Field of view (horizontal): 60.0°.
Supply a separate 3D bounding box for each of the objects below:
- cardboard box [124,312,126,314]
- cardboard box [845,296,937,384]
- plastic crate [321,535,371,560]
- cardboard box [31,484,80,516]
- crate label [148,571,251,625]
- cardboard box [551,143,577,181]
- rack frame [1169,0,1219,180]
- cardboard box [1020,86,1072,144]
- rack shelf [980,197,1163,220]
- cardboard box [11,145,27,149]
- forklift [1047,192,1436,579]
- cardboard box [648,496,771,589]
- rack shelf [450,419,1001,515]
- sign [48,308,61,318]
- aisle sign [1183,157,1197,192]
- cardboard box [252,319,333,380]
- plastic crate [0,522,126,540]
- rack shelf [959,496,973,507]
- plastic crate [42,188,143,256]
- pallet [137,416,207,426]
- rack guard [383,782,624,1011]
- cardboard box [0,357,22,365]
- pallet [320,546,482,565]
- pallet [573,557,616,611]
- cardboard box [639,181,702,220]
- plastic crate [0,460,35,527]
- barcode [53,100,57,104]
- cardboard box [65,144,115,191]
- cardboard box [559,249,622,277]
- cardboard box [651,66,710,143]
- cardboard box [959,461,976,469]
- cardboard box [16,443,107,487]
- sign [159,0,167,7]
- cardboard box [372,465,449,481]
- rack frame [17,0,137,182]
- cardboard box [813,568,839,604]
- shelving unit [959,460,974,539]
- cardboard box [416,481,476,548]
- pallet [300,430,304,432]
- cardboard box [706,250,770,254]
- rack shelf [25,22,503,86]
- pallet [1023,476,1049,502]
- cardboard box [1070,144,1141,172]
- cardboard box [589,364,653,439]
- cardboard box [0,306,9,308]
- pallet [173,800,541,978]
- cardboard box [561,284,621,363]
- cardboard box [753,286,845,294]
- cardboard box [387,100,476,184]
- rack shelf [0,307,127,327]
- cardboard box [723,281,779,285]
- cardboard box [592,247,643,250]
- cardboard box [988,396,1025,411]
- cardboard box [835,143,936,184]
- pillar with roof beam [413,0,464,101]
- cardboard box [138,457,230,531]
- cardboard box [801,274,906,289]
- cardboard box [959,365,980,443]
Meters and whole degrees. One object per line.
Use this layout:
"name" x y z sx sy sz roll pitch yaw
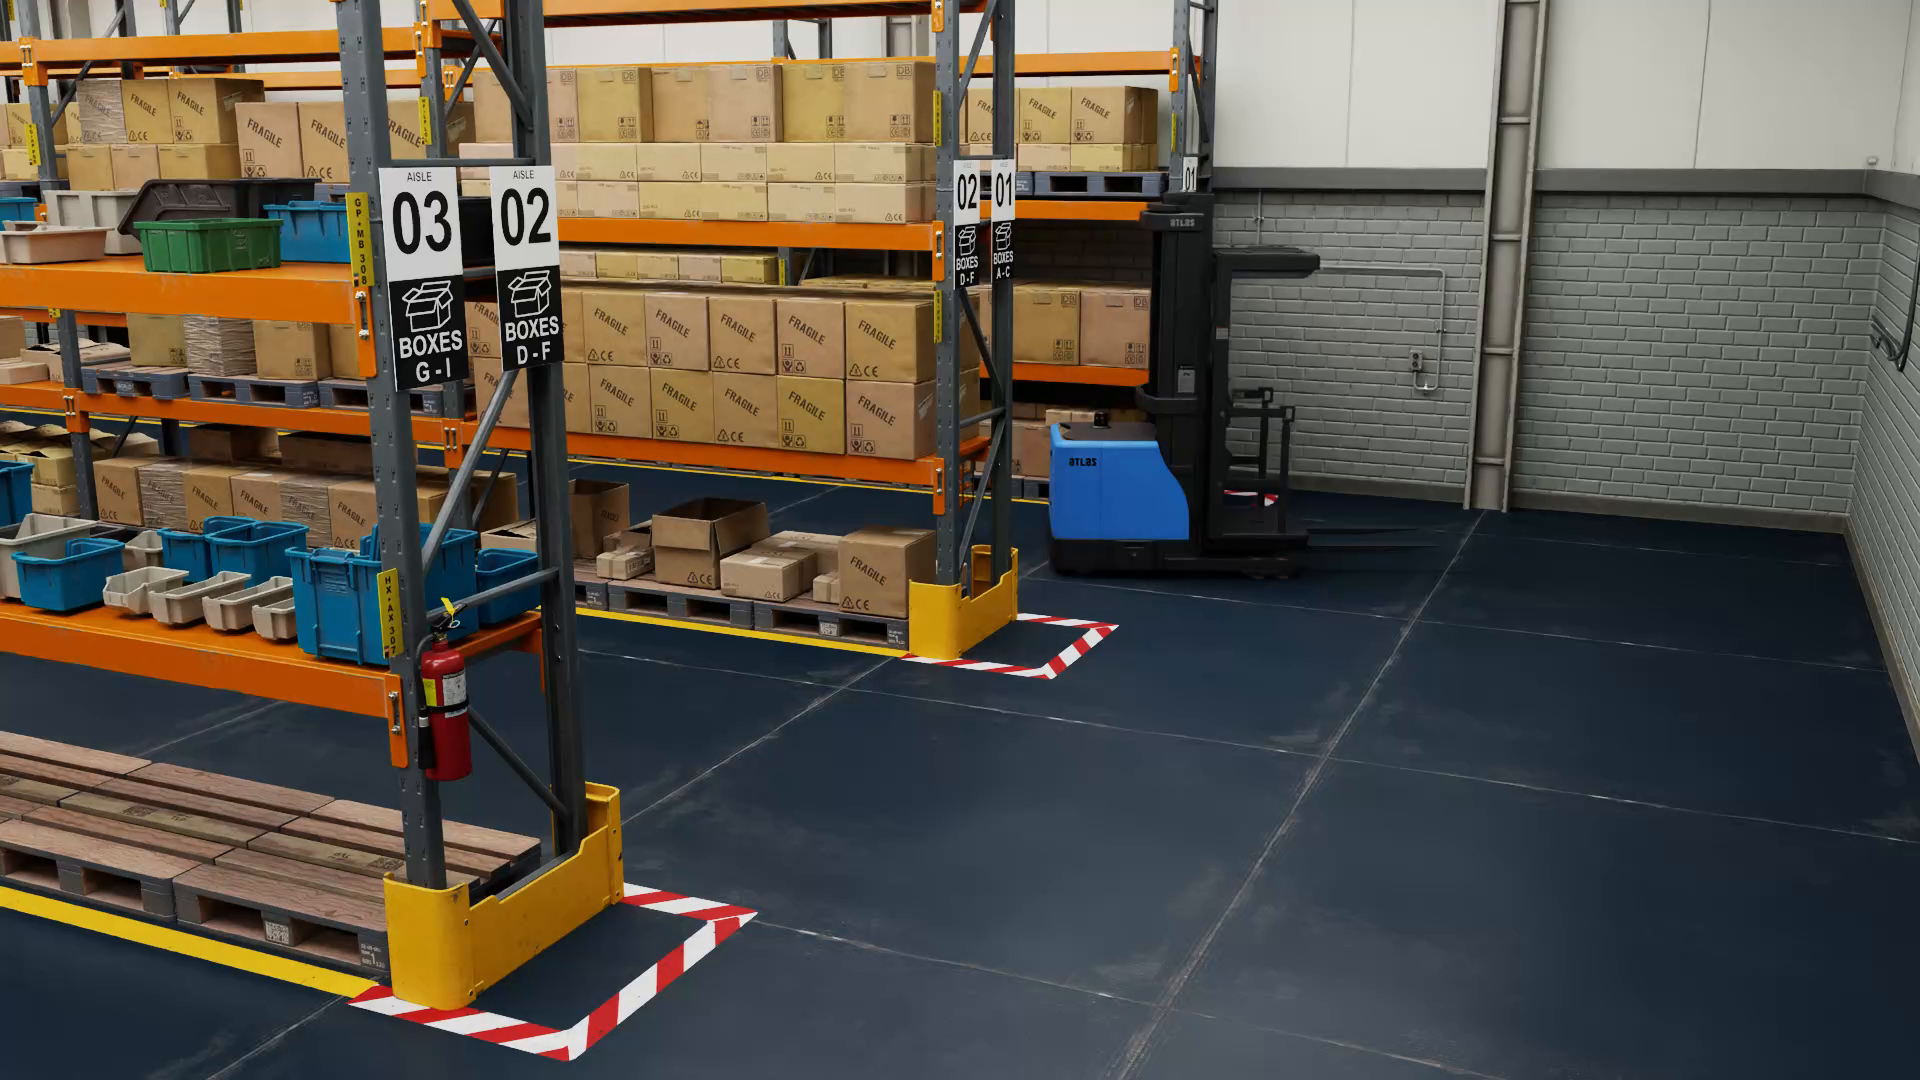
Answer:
"cardboard box" -9.871 -2.908 20.367 0.500 0.250 0.500 6 14 23
"cardboard box" -0.412 -1.317 10.894 0.500 0.500 0.500 6 14 23
"plastic crate" -2.598 0.136 7.344 0.300 0.233 0.416 6 14 23
"cardboard box" -7.788 -0.402 14.500 0.500 0.250 0.500 6 15 25
"crate label" -3.246 0.247 7.080 0.243 0.136 0.396 6 14 23
"cardboard box" -2.749 -2.656 11.675 0.500 0.250 0.500 6 14 23
"rack frame" 2.109 -4.754 14.815 0.127 3.000 1.000 6 14 23
"cardboard box" 0.876 -3.898 15.282 0.500 0.500 0.500 6 15 25
"rack shelf" 0.280 -3.128 16.028 4.000 0.370 1.077 6 14 23
"cardboard box" -11.362 -4.645 20.654 0.500 0.500 0.500 7 15 26
"forklift" 2.237 -1.244 13.140 3.031 2.935 1.130 0 13 1
"cardboard box" -1.831 0.006 12.165 0.637 0.503 0.797 6 14 23
"rack shelf" -1.723 -0.633 11.960 4.000 0.370 1.077 6 14 23
"sign" -7.430 -1.986 13.616 0.005 0.325 0.100 6 14 23
"aisle sign" 2.053 -3.029 14.907 0.004 0.787 0.394 6 14 23
"cardboard box" -5.192 -1.572 13.249 0.500 0.500 0.700 2 13 9
"plastic crate" -4.429 0.018 8.081 0.590 0.125 0.437 6 14 23
"rack shelf" -0.013 -0.309 14.188 0.180 0.103 0.258 6 14 23
"plastic crate" -3.805 -1.436 7.501 0.530 0.282 0.437 6 14 23
"pallet" -9.491 -1.640 20.784 1.213 0.211 1.003 6 14 23
"rack guard" -1.877 1.453 6.969 0.348 0.500 1.175 6 14 23
"cardboard box" -8.397 -1.522 14.725 0.250 0.149 0.380 7 15 27
"pallet" -4.310 0.122 13.272 1.213 0.211 1.003 6 14 23
"pallet" -2.924 0.253 12.713 1.213 0.211 1.003 6 14 23
"cardboard box" -1.836 -2.319 11.335 0.500 0.250 0.500 6 14 23
"plastic crate" -4.996 -0.183 8.373 0.575 0.384 0.392 6 14 23
"barcode" -11.668 -5.640 21.437 0.075 0.075 0.001 6 14 23
"cardboard box" -6.796 -3.014 13.748 0.500 0.500 0.910 6 14 23
"cardboard box" -3.944 -2.951 17.708 0.500 0.250 0.500 6 14 24
"cardboard box" -1.713 -2.991 11.463 0.500 0.500 0.700 6 14 23
"cardboard box" 0.020 -1.005 16.523 0.500 0.500 0.700 6 15 25
"cardboard box" -7.787 -0.674 14.433 0.500 0.311 0.500 6 15 25
"sign" -9.099 -6.246 18.955 0.005 0.325 0.100 6 14 23
"cardboard box" -4.387 -0.308 13.510 0.500 0.500 0.500 6 14 24
"rack frame" -7.208 -4.459 13.558 0.127 3.000 1.000 6 14 23
"cardboard box" -0.825 0.312 11.597 0.250 0.166 0.380 6 14 23
"shelving unit" -0.013 -0.585 14.123 0.189 1.200 0.258 6 14 23
"cardboard box" -4.118 -0.151 12.841 0.500 0.500 0.500 6 14 23
"pallet" -7.031 -1.401 19.765 1.213 0.211 1.003 6 14 23
"cardboard box" -2.344 -2.915 17.557 0.500 0.250 0.500 6 14 24
"rack shelf" -5.380 -3.729 12.898 4.000 0.370 1.077 6 14 23
"pallet" 1.346 -0.533 16.064 1.213 0.211 1.003 6 14 23
"cardboard box" 1.332 -3.486 15.167 0.500 0.250 0.500 6 15 25
"cardboard box" -2.270 -1.019 11.813 0.500 0.500 0.500 6 14 23
"cardboard box" -12.202 -3.139 21.349 0.500 0.250 0.500 5 14 22
"pallet" -2.642 1.510 7.360 1.213 0.211 1.003 6 14 23
"cardboard box" -2.762 -1.553 11.901 0.500 0.500 0.500 5 14 21
"cardboard box" -1.129 -1.524 11.774 0.500 0.500 0.500 6 14 24
"cardboard box" -3.982 -2.992 12.517 0.600 0.600 0.600 4 14 18
"rack shelf" -10.691 -2.778 21.103 4.000 0.370 1.077 6 14 23
"cardboard box" -2.072 -2.396 16.987 0.500 0.500 0.500 6 14 22
"cardboard box" -3.746 -3.057 18.161 0.500 0.250 0.500 5 14 22
"cardboard box" 0.464 -1.327 16.477 0.250 0.149 0.380 6 14 24
"cardboard box" -0.467 -2.423 10.682 0.500 0.250 0.500 6 14 23
"pillar with roof beam" -7.787 -4.896 15.420 0.400 9.000 9.100 6 14 23
"cardboard box" -6.427 -0.386 13.844 0.500 0.500 0.500 5 14 21
"cardboard box" -1.059 -2.295 16.814 0.700 0.700 0.980 6 14 24
"cardboard box" -0.193 -0.943 11.487 0.500 0.500 0.500 6 15 24
